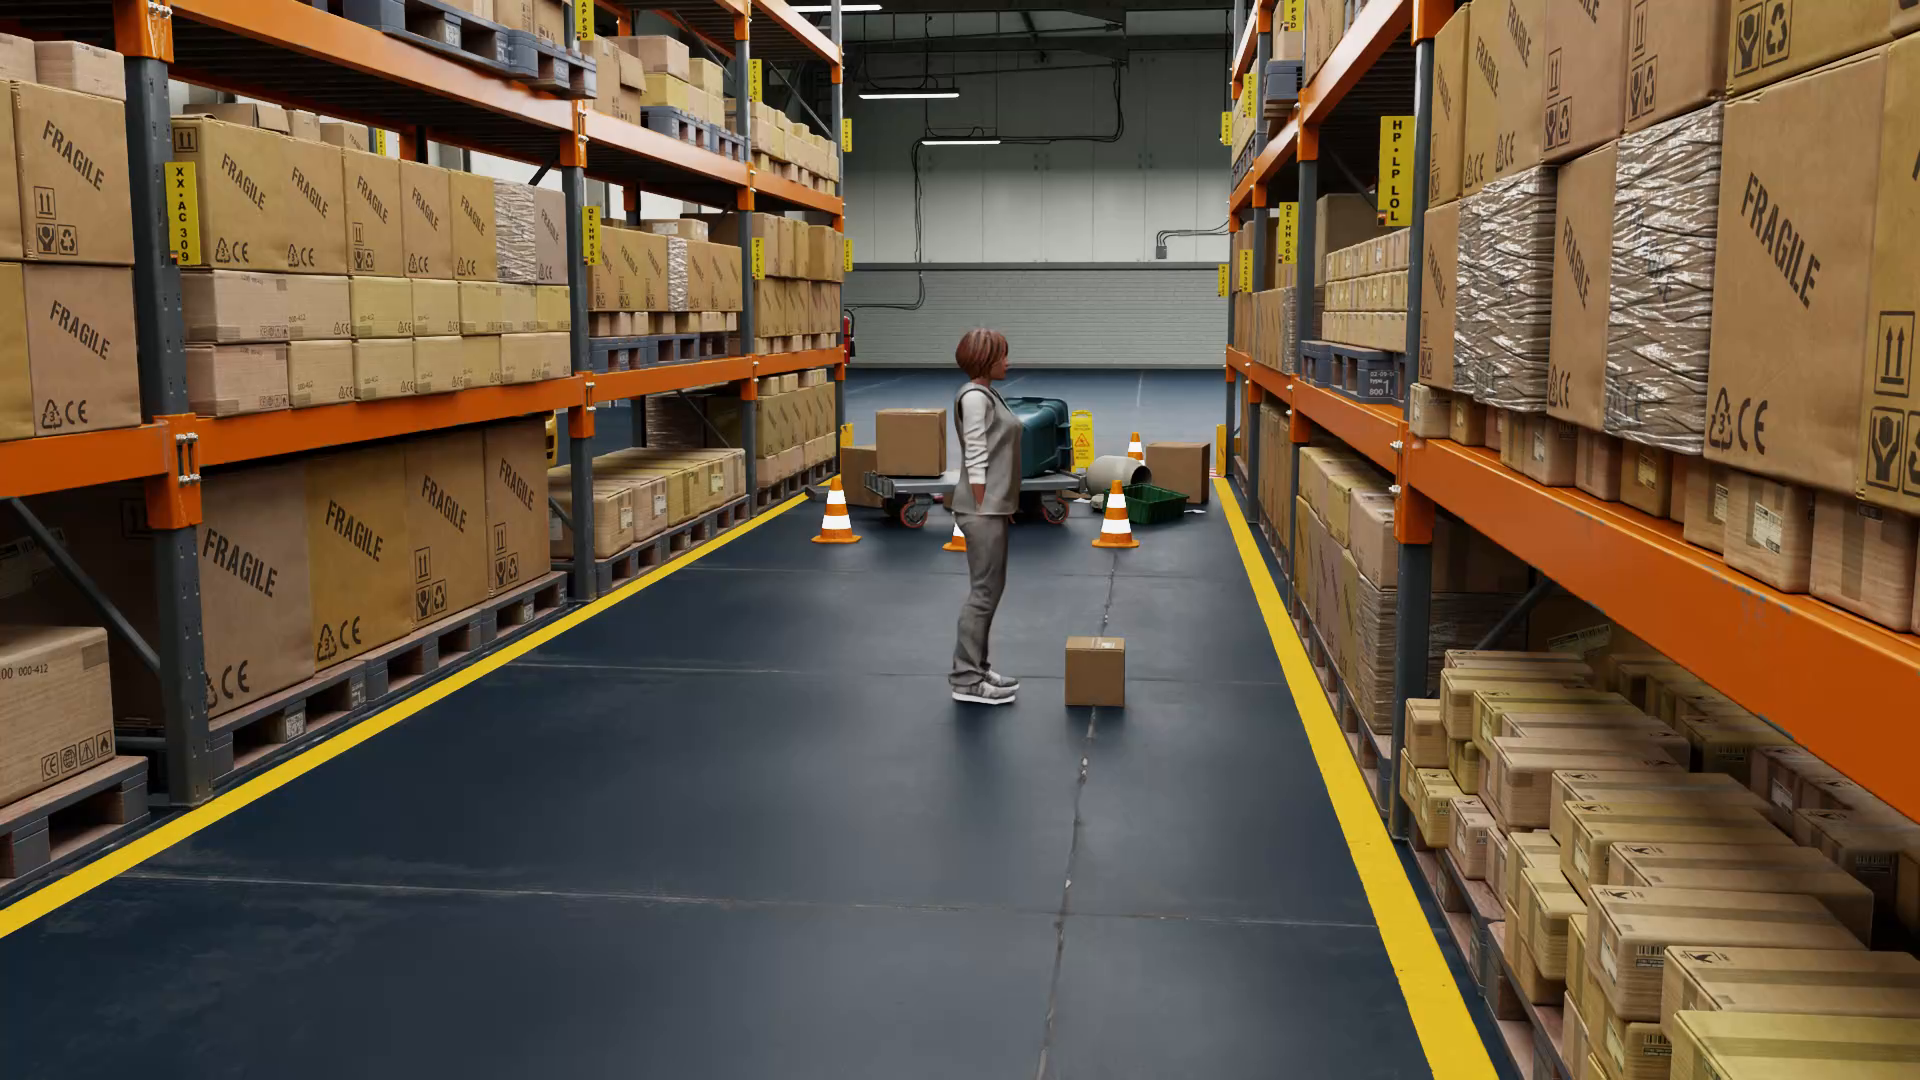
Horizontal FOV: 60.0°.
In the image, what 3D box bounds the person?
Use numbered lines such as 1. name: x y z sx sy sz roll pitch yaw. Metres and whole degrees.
1. person: 0.111 -0.109 7.144 0.308 1.599 0.406 1 8 8
